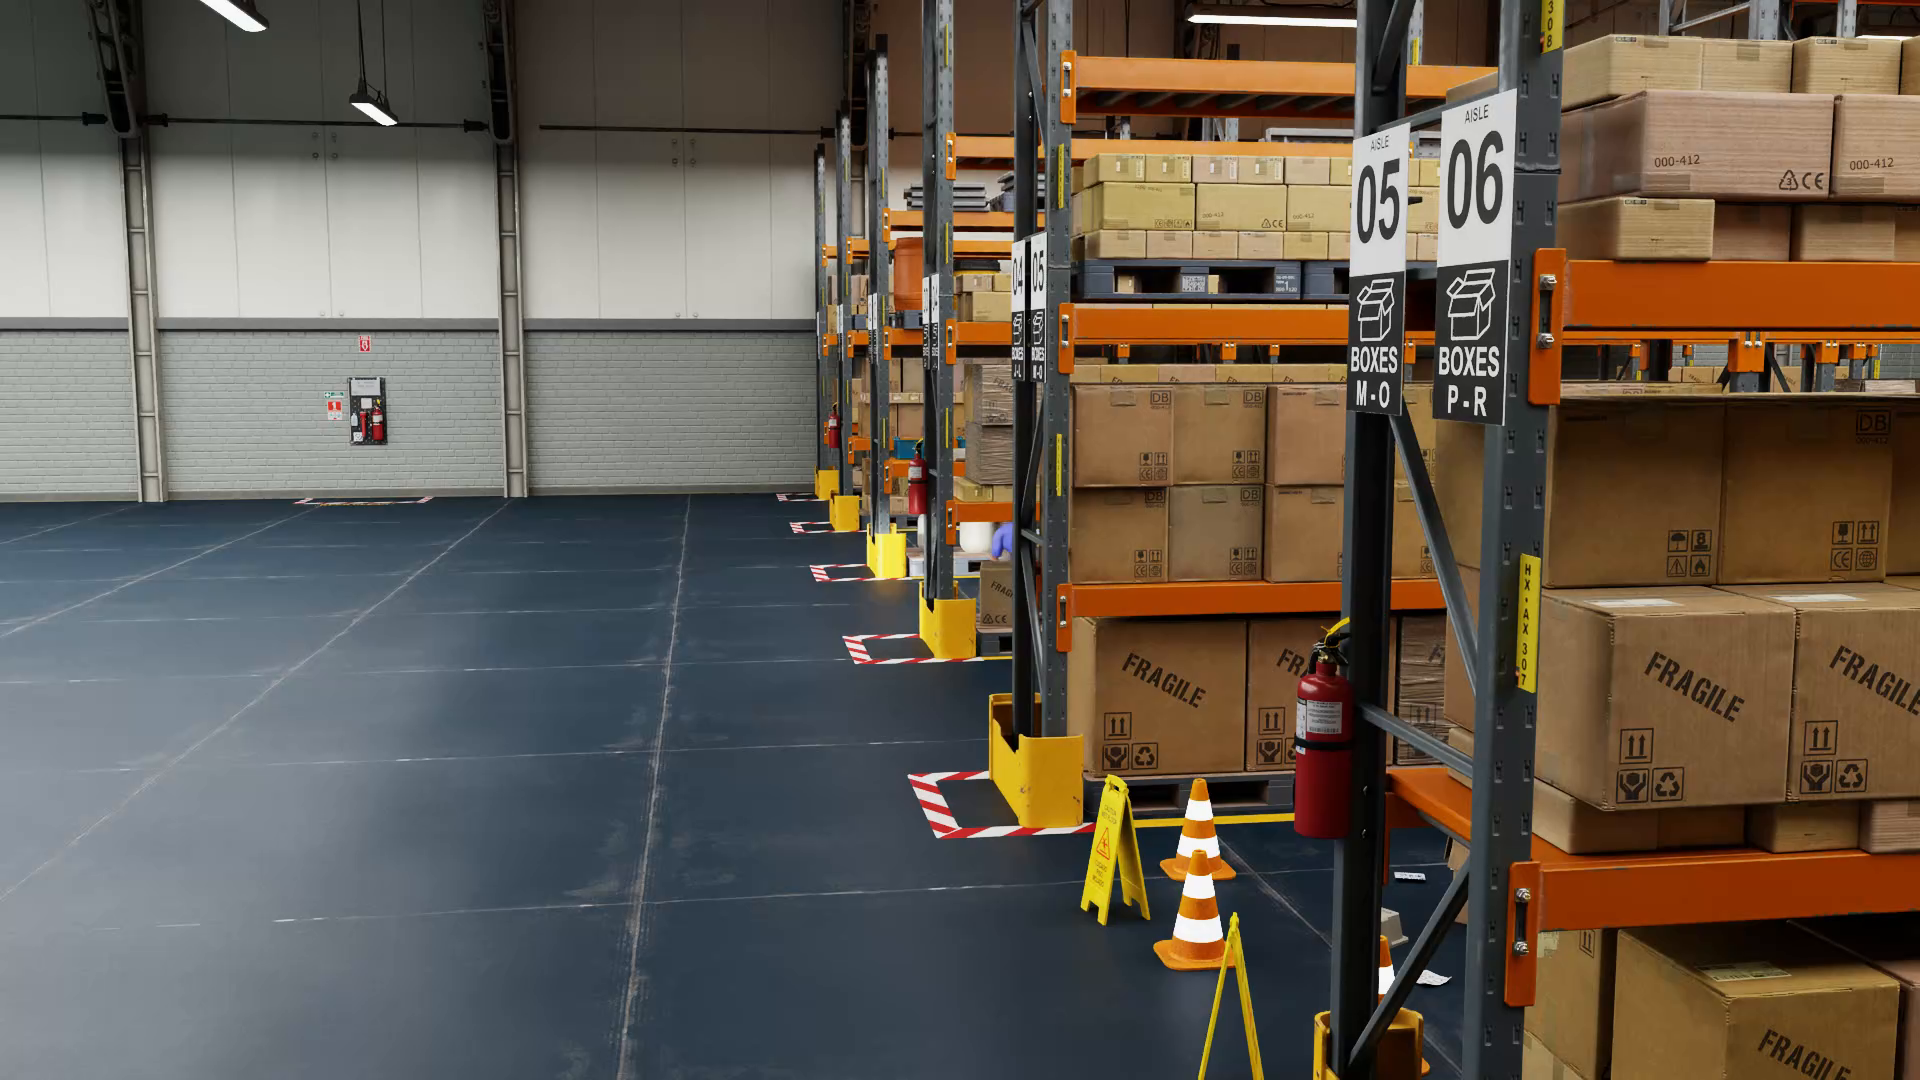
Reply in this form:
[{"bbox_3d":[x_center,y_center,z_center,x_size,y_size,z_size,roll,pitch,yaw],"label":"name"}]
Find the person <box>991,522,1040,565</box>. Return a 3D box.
[{"bbox_3d":[0.578,0.221,16.728,0.476,0.911,0.805,-1,7,-9],"label":"person"}]
